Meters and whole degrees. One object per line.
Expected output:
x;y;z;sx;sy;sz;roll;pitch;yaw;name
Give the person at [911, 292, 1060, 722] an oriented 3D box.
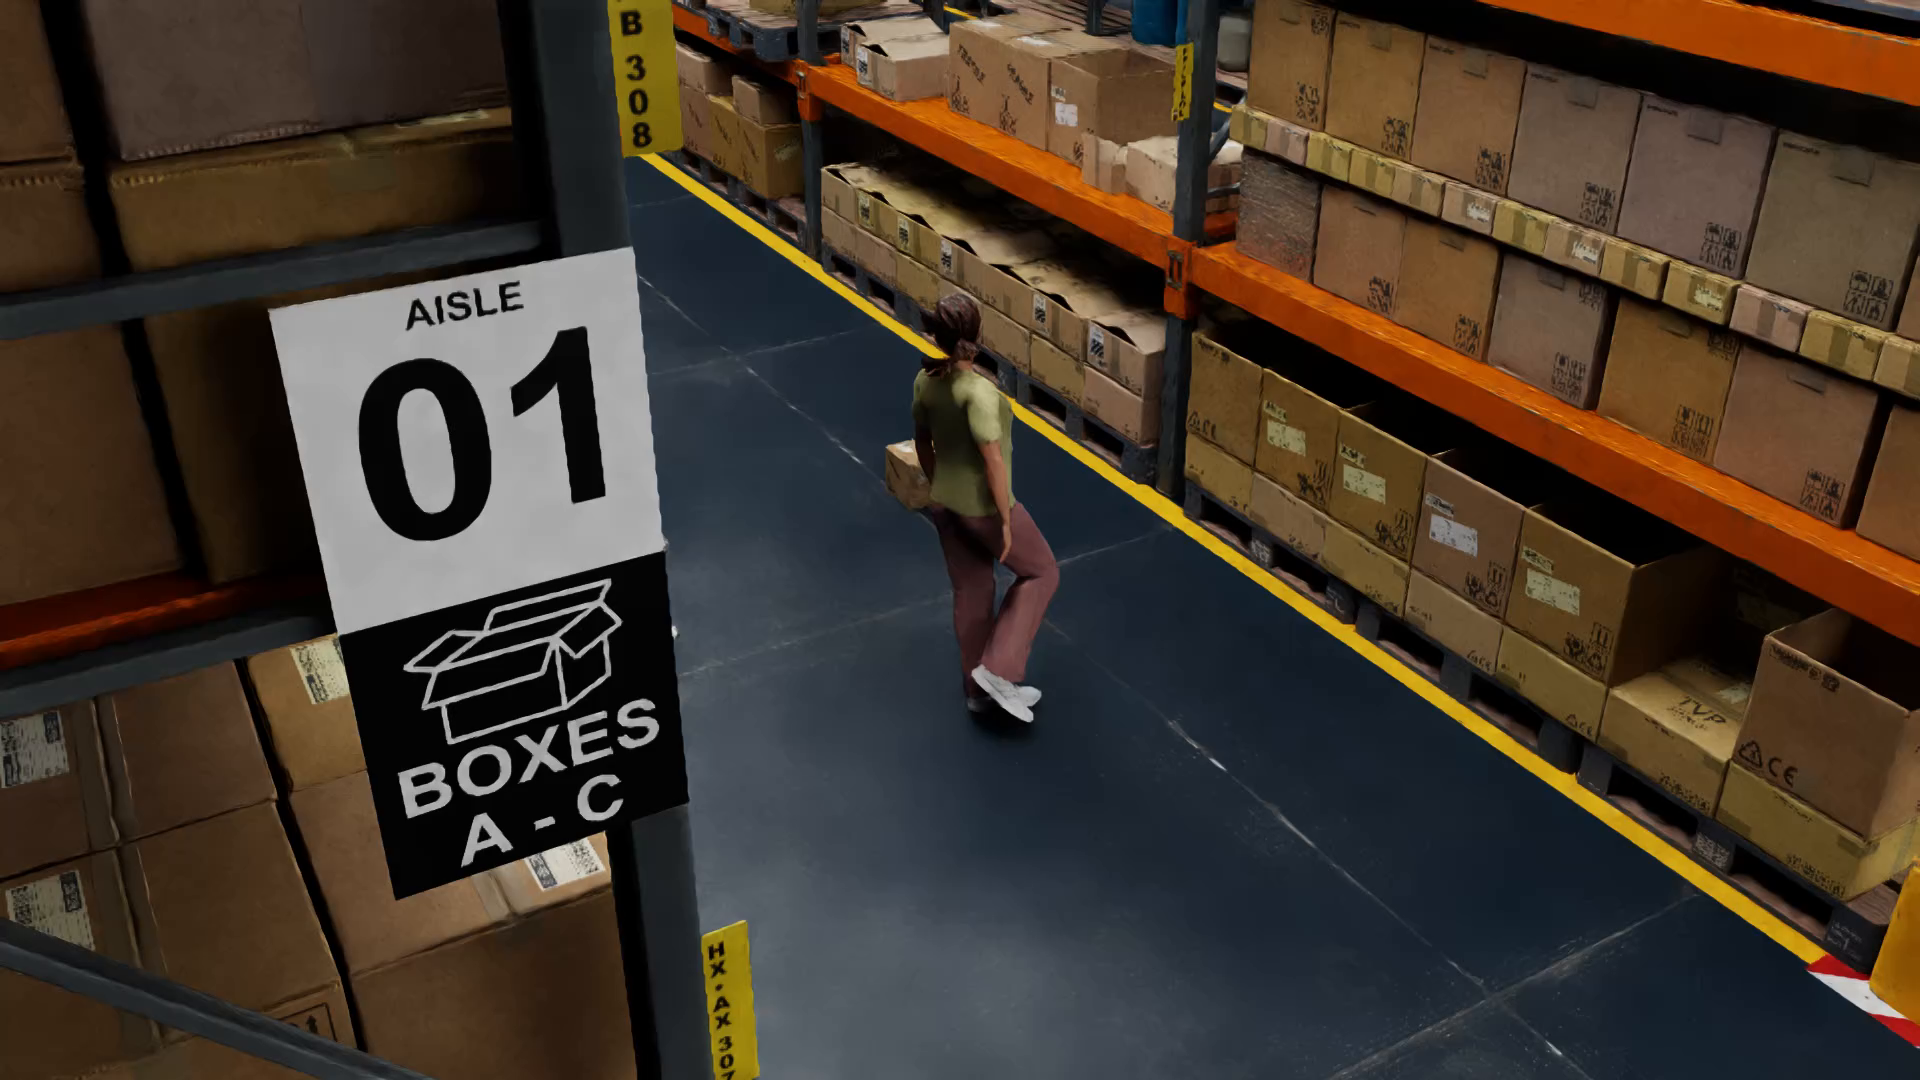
0.121;-0.002;6.360;0.437;1.421;0.655;-21;35;-33;person
